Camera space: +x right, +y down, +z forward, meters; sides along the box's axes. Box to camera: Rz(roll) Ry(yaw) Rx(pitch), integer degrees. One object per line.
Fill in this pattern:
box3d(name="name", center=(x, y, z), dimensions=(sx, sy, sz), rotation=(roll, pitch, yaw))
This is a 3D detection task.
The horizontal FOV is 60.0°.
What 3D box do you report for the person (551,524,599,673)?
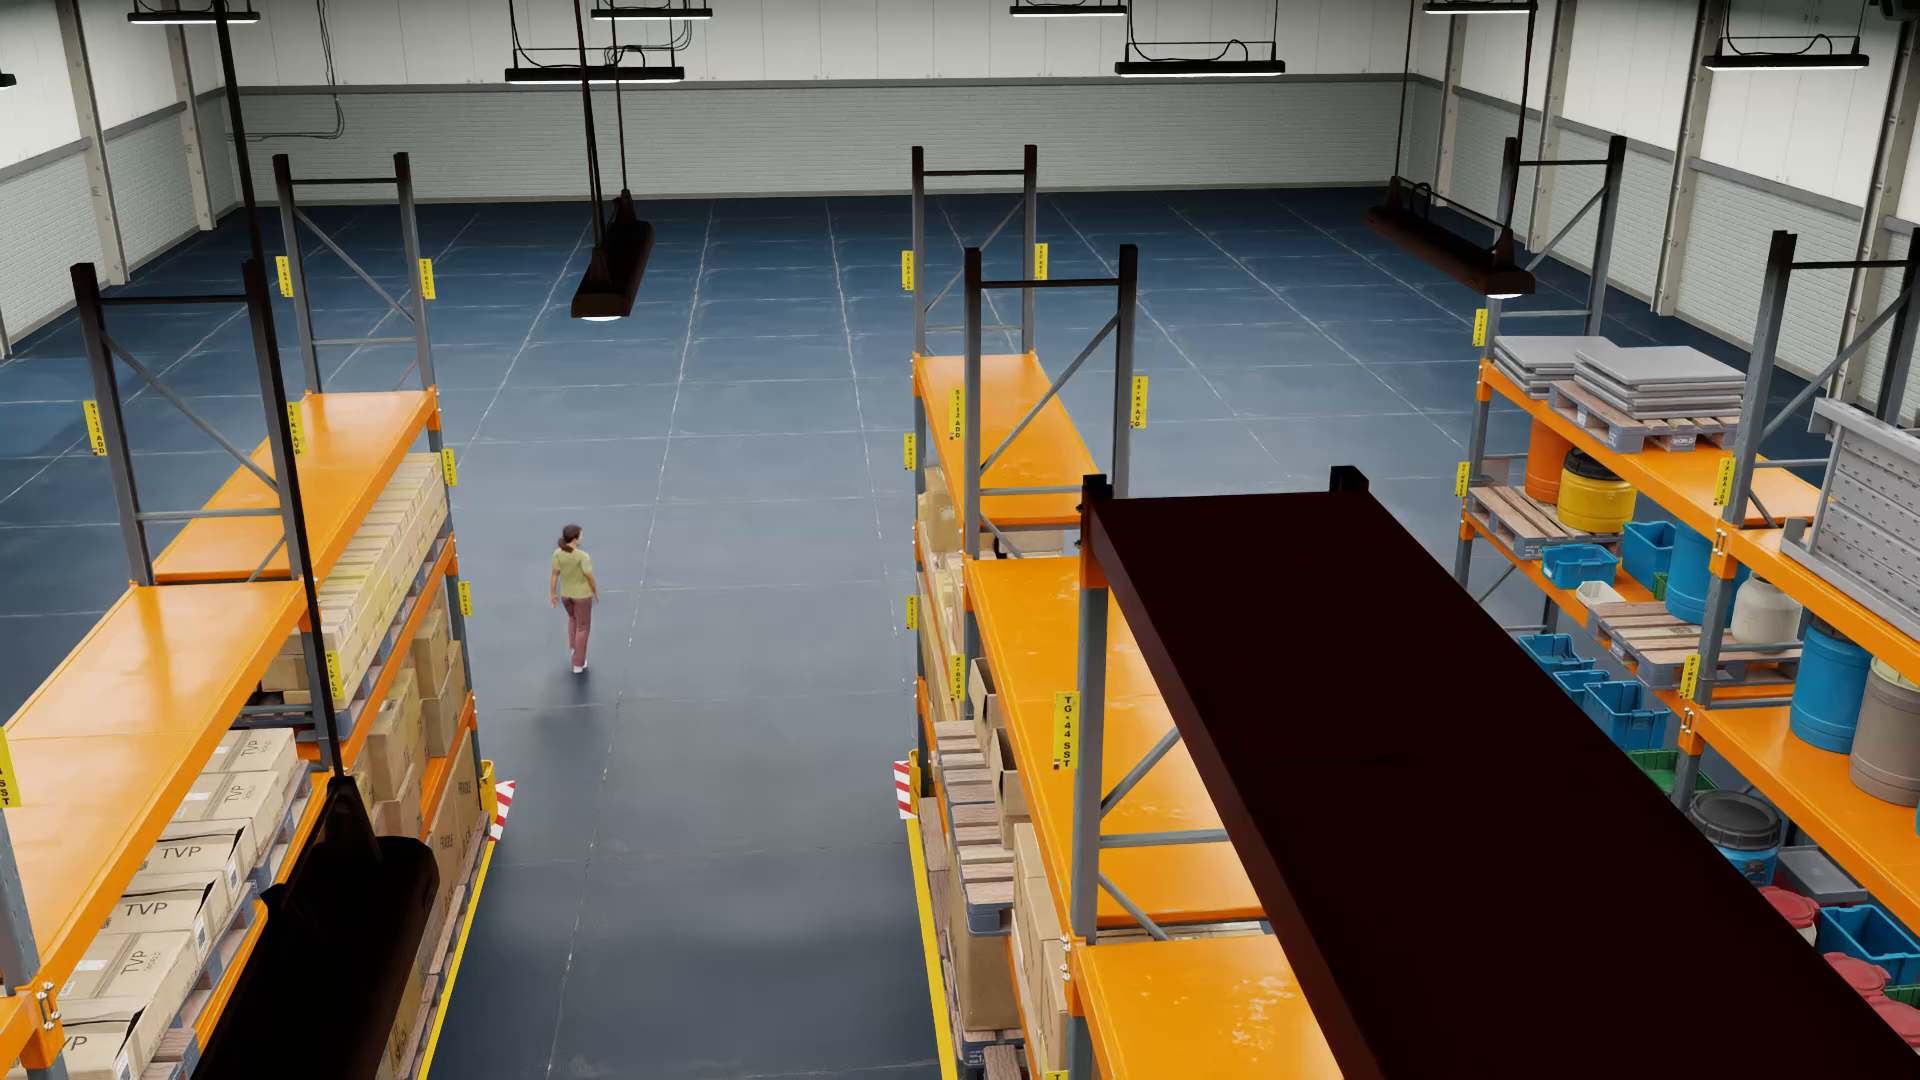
box3d(name="person", center=(-4.101, 0.564, 17.952), dimensions=(0.559, 1.673, 0.650), rotation=(8, 23, 20))
